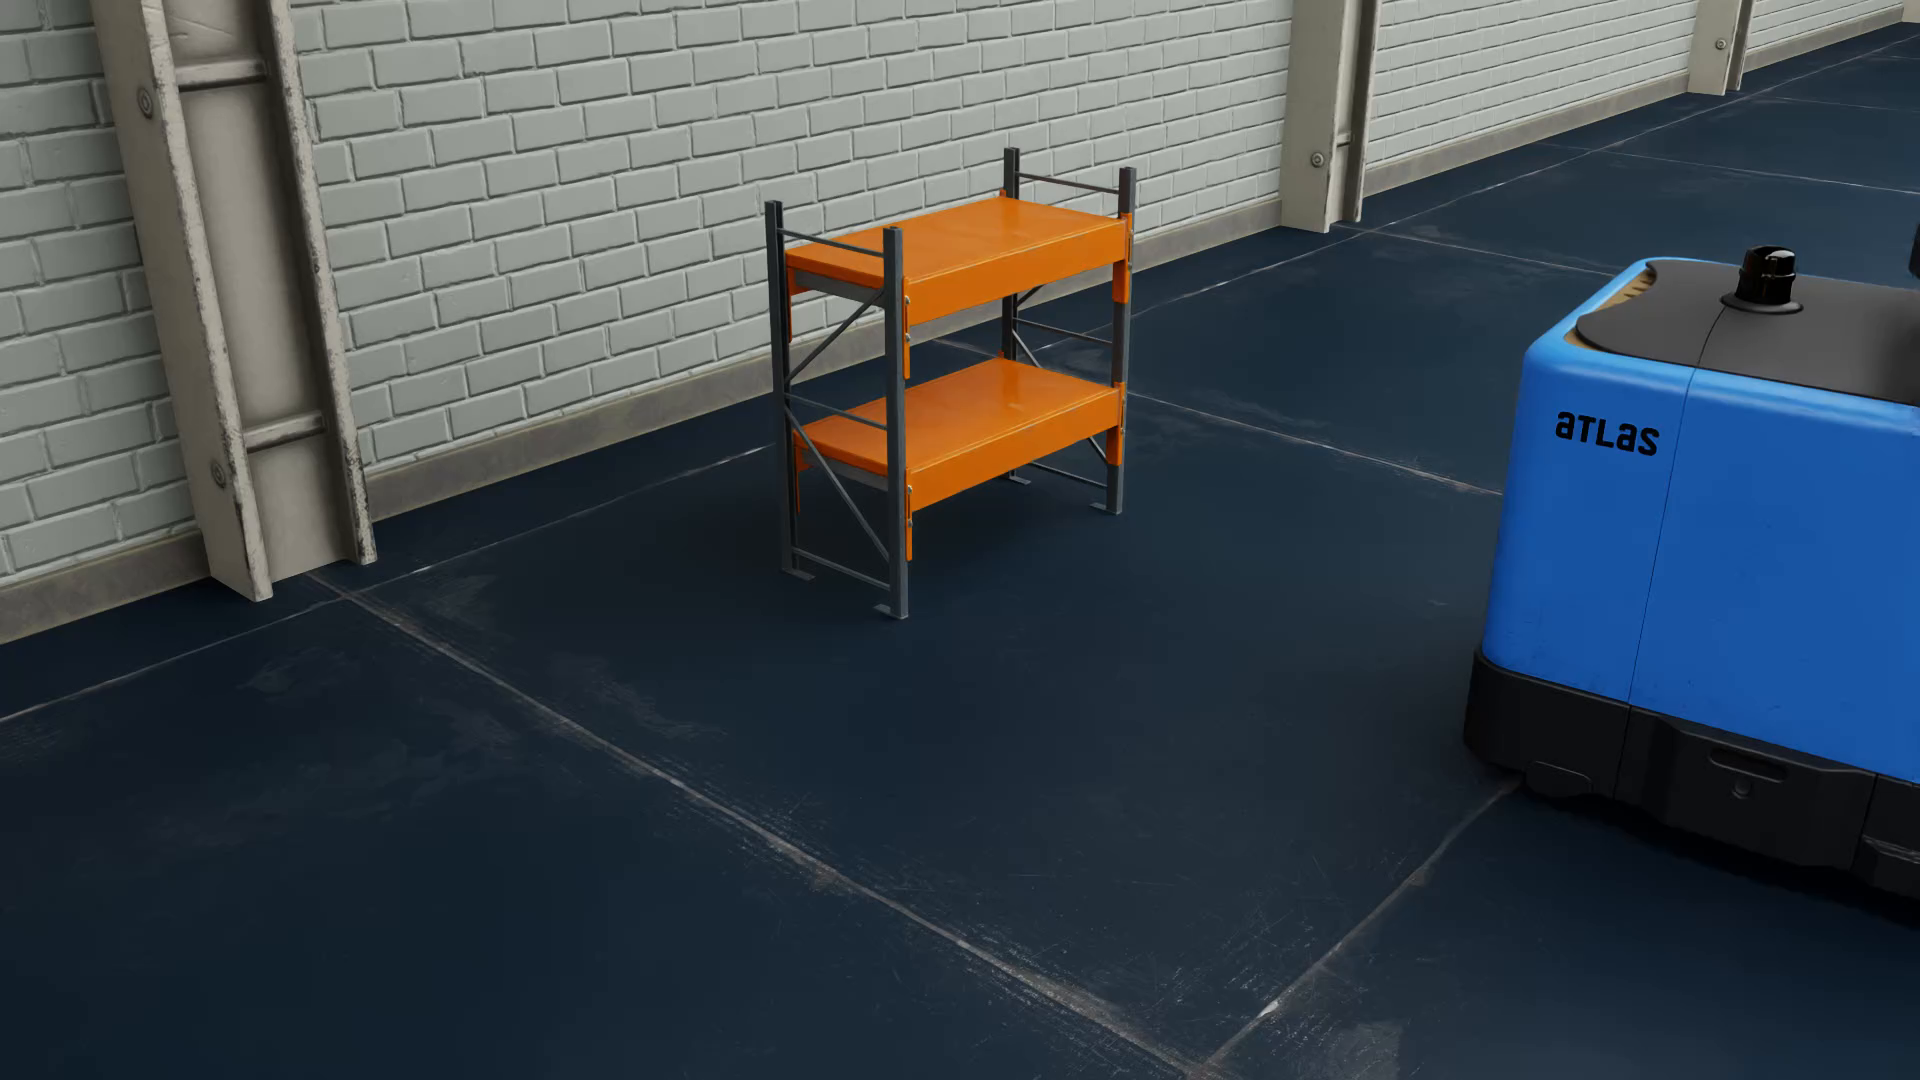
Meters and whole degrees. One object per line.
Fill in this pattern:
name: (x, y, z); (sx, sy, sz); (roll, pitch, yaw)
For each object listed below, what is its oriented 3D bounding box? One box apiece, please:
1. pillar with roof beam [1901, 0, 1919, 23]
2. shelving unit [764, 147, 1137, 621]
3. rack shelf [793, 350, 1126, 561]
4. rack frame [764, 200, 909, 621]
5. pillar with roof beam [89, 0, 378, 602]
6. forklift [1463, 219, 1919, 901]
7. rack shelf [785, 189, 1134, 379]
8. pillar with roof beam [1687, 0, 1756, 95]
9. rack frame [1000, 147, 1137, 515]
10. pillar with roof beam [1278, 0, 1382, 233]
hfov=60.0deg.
pillar with roof beam: (13.185, -8.335, 12.841); (9.100, 9.000, 0.400); (20, 31, 38)
shelving unit: (-0.005, -0.511, 5.015); (0.538, 1.125, 1.048); (20, 31, 38)
rack shelf: (-0.005, -0.288, 5.115); (0.538, 0.278, 1.000); (20, 31, 38)
rack frame: (-0.344, -0.356, 4.670); (0.500, 1.125, 0.032); (20, 31, 38)
pillar with roof beam: (1.171, -2.851, 0.610); (9.100, 9.000, 0.400); (20, 31, 38)
forklift: (2.710, -0.595, 2.994); (3.031, 2.935, 1.130); (16, 29, 31)
rack shelf: (-0.005, -0.778, 4.896); (0.538, 0.278, 1.000); (20, 31, 38)
pillar with roof beam: (9.180, -6.507, 8.764); (9.100, 9.000, 0.400); (20, 31, 38)
rack frame: (0.335, -0.666, 5.361); (0.500, 1.125, 0.032); (20, 31, 38)
pillar with roof beam: (5.176, -4.679, 4.687); (9.100, 9.000, 0.400); (20, 31, 38)
